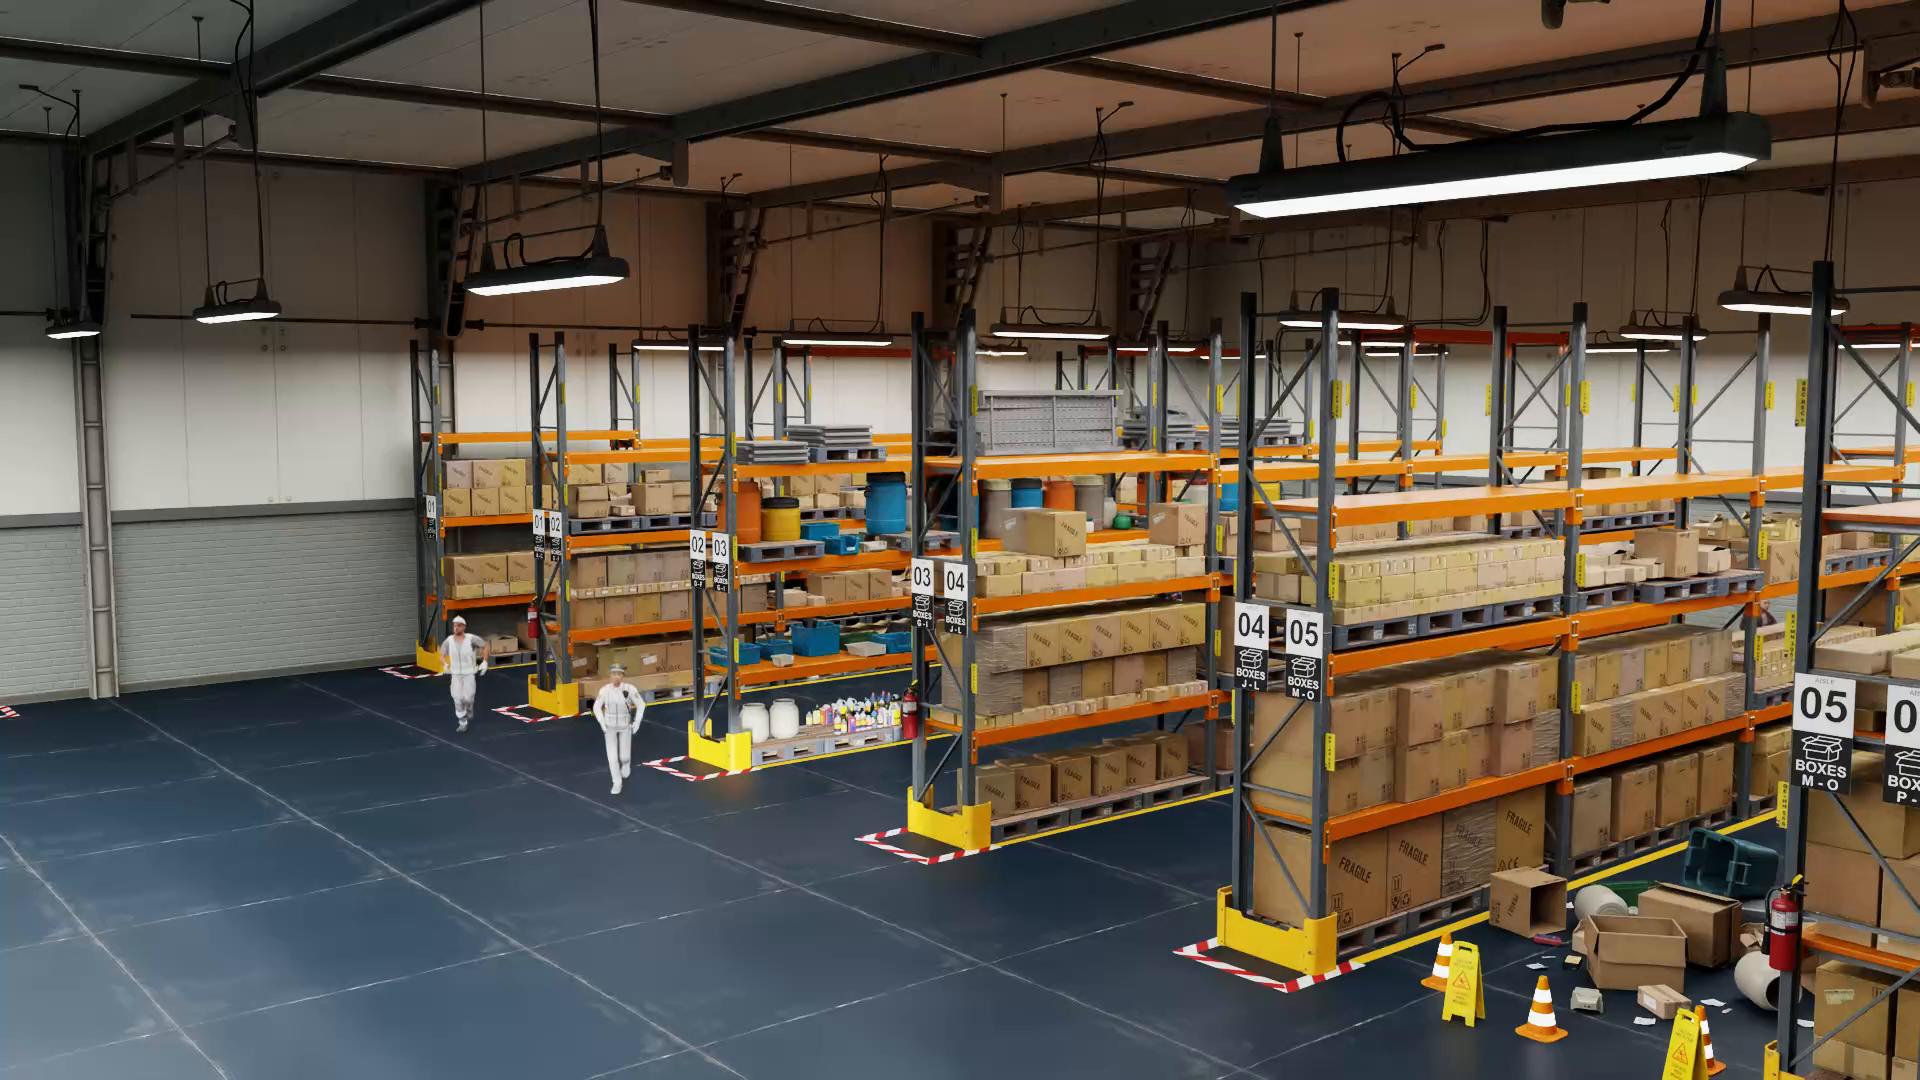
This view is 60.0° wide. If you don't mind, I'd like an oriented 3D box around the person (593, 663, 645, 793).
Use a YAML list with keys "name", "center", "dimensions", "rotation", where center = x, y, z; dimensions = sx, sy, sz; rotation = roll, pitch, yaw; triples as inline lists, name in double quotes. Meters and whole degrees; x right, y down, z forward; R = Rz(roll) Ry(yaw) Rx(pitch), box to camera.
- name: "person"
  center: [-4.368, 2.383, 21.312]
  dimensions: [0.655, 1.653, 0.552]
  rotation: [-1, 5, -8]

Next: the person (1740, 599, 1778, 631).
- name: "person"
  center: [13.586, 1.747, 28.124]
  dimensions: [0.856, 1.623, 0.749]
  rotation: [0, 5, -5]

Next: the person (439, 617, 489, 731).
- name: "person"
  center: [-7.406, 2.008, 24.782]
  dimensions: [0.694, 1.741, 0.663]
  rotation: [0, 5, -4]

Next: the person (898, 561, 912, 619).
- name: "person"
  center: [-0.952, 1.166, 33.778]
  dimensions: [0.674, 1.832, 0.784]
  rotation: [4, 7, 40]
